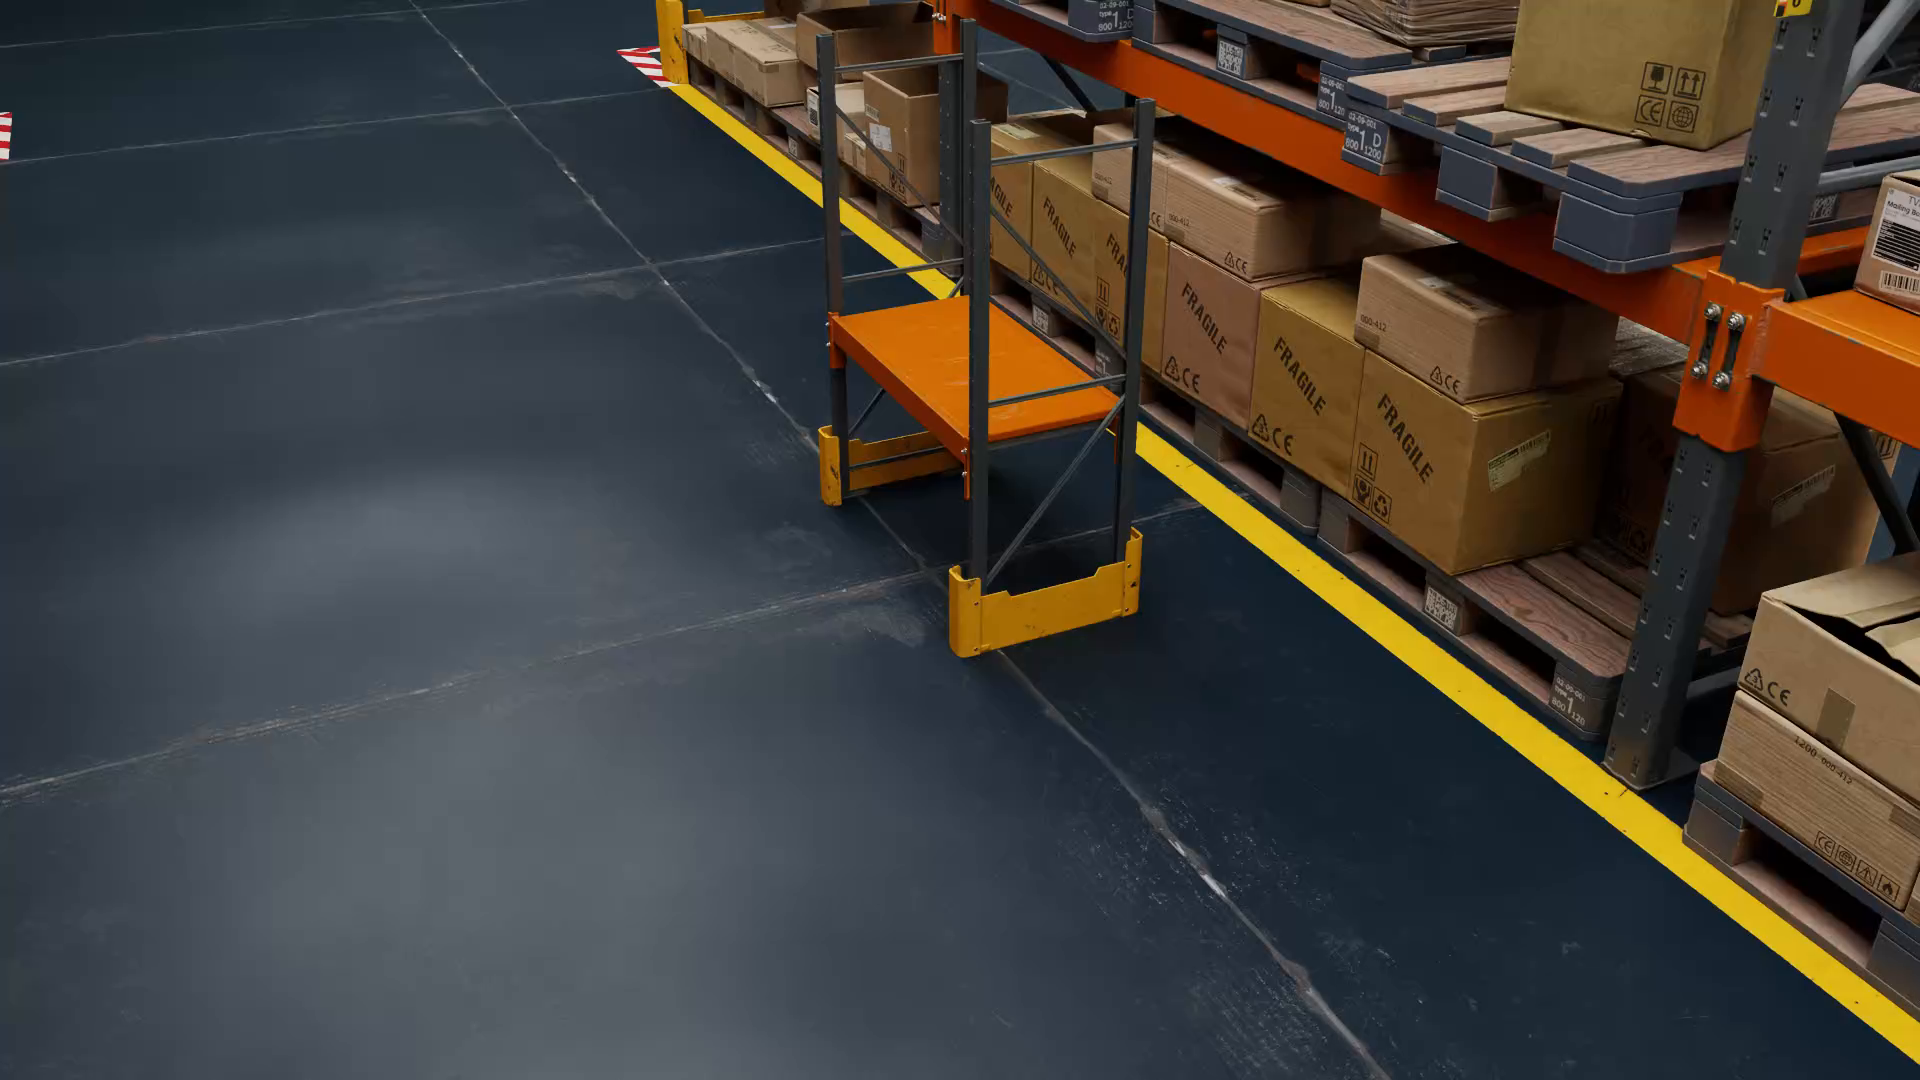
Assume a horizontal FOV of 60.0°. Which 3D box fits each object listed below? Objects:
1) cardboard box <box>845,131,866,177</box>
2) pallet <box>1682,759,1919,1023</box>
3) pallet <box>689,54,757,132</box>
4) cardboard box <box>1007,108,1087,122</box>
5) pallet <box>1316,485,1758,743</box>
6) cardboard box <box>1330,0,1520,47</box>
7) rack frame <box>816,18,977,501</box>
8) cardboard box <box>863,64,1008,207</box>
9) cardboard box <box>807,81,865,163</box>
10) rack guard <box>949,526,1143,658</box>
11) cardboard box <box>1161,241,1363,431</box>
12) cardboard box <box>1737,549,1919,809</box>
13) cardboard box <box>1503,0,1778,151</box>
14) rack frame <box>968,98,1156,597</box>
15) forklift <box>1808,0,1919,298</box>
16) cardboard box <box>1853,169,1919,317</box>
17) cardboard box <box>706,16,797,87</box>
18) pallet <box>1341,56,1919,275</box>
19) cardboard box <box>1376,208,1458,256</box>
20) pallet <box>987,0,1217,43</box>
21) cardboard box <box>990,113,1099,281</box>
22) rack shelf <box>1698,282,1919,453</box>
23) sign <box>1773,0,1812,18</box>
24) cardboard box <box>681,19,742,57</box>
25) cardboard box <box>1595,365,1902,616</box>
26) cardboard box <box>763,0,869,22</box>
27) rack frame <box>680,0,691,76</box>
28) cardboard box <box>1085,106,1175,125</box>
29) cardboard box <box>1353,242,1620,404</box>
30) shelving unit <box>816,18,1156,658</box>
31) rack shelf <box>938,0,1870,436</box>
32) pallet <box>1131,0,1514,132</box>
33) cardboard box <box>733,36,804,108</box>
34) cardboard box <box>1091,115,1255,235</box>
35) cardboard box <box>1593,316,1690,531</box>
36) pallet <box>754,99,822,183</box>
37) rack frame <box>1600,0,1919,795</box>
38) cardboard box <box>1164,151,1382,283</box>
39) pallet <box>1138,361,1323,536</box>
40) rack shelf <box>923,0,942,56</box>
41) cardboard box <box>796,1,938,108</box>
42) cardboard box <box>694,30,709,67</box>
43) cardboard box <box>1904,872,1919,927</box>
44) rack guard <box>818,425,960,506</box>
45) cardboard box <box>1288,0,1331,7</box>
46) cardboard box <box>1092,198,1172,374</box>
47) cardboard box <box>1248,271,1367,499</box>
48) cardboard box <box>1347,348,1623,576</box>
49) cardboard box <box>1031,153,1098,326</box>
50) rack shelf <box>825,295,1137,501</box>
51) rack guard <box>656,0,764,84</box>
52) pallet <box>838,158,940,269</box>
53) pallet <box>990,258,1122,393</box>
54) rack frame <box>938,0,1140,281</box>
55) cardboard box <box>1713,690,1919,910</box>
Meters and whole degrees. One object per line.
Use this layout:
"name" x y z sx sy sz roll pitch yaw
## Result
"cardboard box" -0.330 -1.869 7.981 0.380 0.149 0.250 -13 32 -22
"pallet" 2.421 0.780 3.644 1.003 0.211 1.213 -13 32 -22
"pallet" -0.955 -2.740 9.922 1.003 0.211 1.213 -13 32 -22
"cardboard box" 0.401 -1.825 7.738 0.500 0.311 0.500 -13 32 -22
"pallet" 1.817 0.070 4.909 1.003 0.211 1.213 -13 32 -22
"cardboard box" 1.511 -1.734 4.744 0.700 0.500 0.500 -7 30 -13
"rack frame" -0.182 -0.841 5.216 0.500 1.500 0.032 -13 32 -22
"cardboard box" -0.115 -1.869 7.622 0.500 0.500 0.500 -13 32 -22
"cardboard box" -0.437 -2.118 8.259 0.500 0.311 0.500 -13 32 -22
"rack guard" 0.247 0.145 4.736 0.587 0.250 0.087 -13 32 -22
"cardboard box" 1.037 -0.733 5.596 0.500 0.500 0.500 -14 32 -24
"cardboard box" 2.063 0.256 3.535 0.500 0.311 0.500 -12 31 -20
"cardboard box" 1.731 -1.290 3.952 0.700 0.500 0.500 -26 38 -38
"rack frame" 0.255 -0.392 4.416 0.500 1.500 0.032 -13 32 -22
"forklift" 3.784 -2.220 6.212 1.130 2.935 3.031 -20 35 -31
"cardboard box" 2.220 -0.600 3.344 0.500 0.311 0.500 -11 31 -19
"cardboard box" -1.139 -2.814 9.563 0.500 0.250 0.500 -13 32 -22
"pallet" 1.749 -1.009 4.179 1.213 0.211 1.003 -13 32 -22
"cardboard box" 1.497 -0.853 5.811 0.500 0.500 0.500 -14 32 -24
"pallet" 0.630 -2.116 6.153 1.003 0.211 1.213 -13 32 -22
"cardboard box" 0.374 -1.412 6.807 0.500 0.500 0.500 -15 32 -24
"rack shelf" 2.962 0.389 2.225 1.077 0.370 4.000 -13 32 -22
"sign" 1.617 -1.161 3.150 0.100 0.325 0.005 -13 32 -22
"cardboard box" -1.462 -3.034 10.058 0.380 0.149 0.250 -13 32 -22
"cardboard box" 2.166 -0.171 4.594 0.500 0.500 0.500 -12 31 -20
"cardboard box" -0.875 -3.255 10.095 0.500 0.500 0.500 -13 32 -22
"rack frame" -1.331 -4.342 9.927 1.000 3.000 0.127 -13 32 -22
"cardboard box" 0.857 -1.519 6.998 0.500 0.500 0.500 -13 32 -22
"cardboard box" 1.462 -0.625 4.637 0.500 0.250 0.500 -12 31 -20
"shelving unit" 0.033 -0.620 4.823 0.587 1.500 1.083 -13 32 -22
"rack shelf" 1.245 -1.378 5.376 1.077 0.370 4.000 -13 32 -22
"pallet" 1.264 -1.583 5.202 1.003 0.211 1.213 -13 32 -22
"cardboard box" -0.925 -2.593 9.170 0.500 0.250 0.500 -13 32 -22
"cardboard box" 0.803 -1.298 5.836 0.500 0.250 0.500 -13 32 -22
"cardboard box" 1.936 -0.401 5.005 0.500 0.500 0.500 -14 32 -24
"pallet" -0.436 -2.202 8.962 1.003 0.211 1.213 -13 32 -22
"rack frame" 2.103 -0.808 3.625 1.000 3.000 0.127 -13 32 -22
"cardboard box" 1.019 -1.076 5.441 0.500 0.250 0.500 -14 32 -23
"pallet" 1.297 -0.468 5.869 1.003 0.211 1.213 -13 32 -22
"rack shelf" -0.473 -3.145 8.527 1.077 0.370 4.000 -13 32 -22
"cardboard box" -0.425 -2.507 8.757 0.797 0.503 0.637 -13 32 -22
"cardboard box" -1.355 -2.931 9.857 0.380 0.166 0.250 -13 32 -22
"cardboard box" 2.279 0.723 3.276 0.500 0.250 0.500 -14 32 -23
"rack guard" -0.181 -0.295 5.521 0.587 0.250 0.087 -13 32 -22
"cardboard box" 1.200 -2.035 5.280 0.700 0.500 0.500 -22 36 -34
"cardboard box" 0.820 -0.957 5.995 0.500 0.500 0.500 -13 32 -21
"cardboard box" 1.268 -0.503 5.185 0.500 0.500 0.500 -14 32 -24
"cardboard box" 1.490 -0.274 4.778 0.500 0.500 0.500 -12 31 -20
"cardboard box" 0.613 -1.179 6.391 0.500 0.500 0.500 -13 32 -21
"rack shelf" 0.037 -0.460 4.904 0.538 0.185 1.000 -13 32 -22
"rack guard" -1.299 -3.218 10.478 1.175 0.500 0.348 -13 32 -22
"pallet" 0.092 -1.663 7.999 1.003 0.211 1.213 -13 32 -22
"pallet" 0.769 -1.008 6.831 1.003 0.211 1.213 -13 32 -22
"rack frame" 0.386 -2.575 6.776 1.000 3.000 0.127 -13 32 -22
"cardboard box" 2.063 0.501 3.672 0.500 0.250 0.500 -13 32 -22
